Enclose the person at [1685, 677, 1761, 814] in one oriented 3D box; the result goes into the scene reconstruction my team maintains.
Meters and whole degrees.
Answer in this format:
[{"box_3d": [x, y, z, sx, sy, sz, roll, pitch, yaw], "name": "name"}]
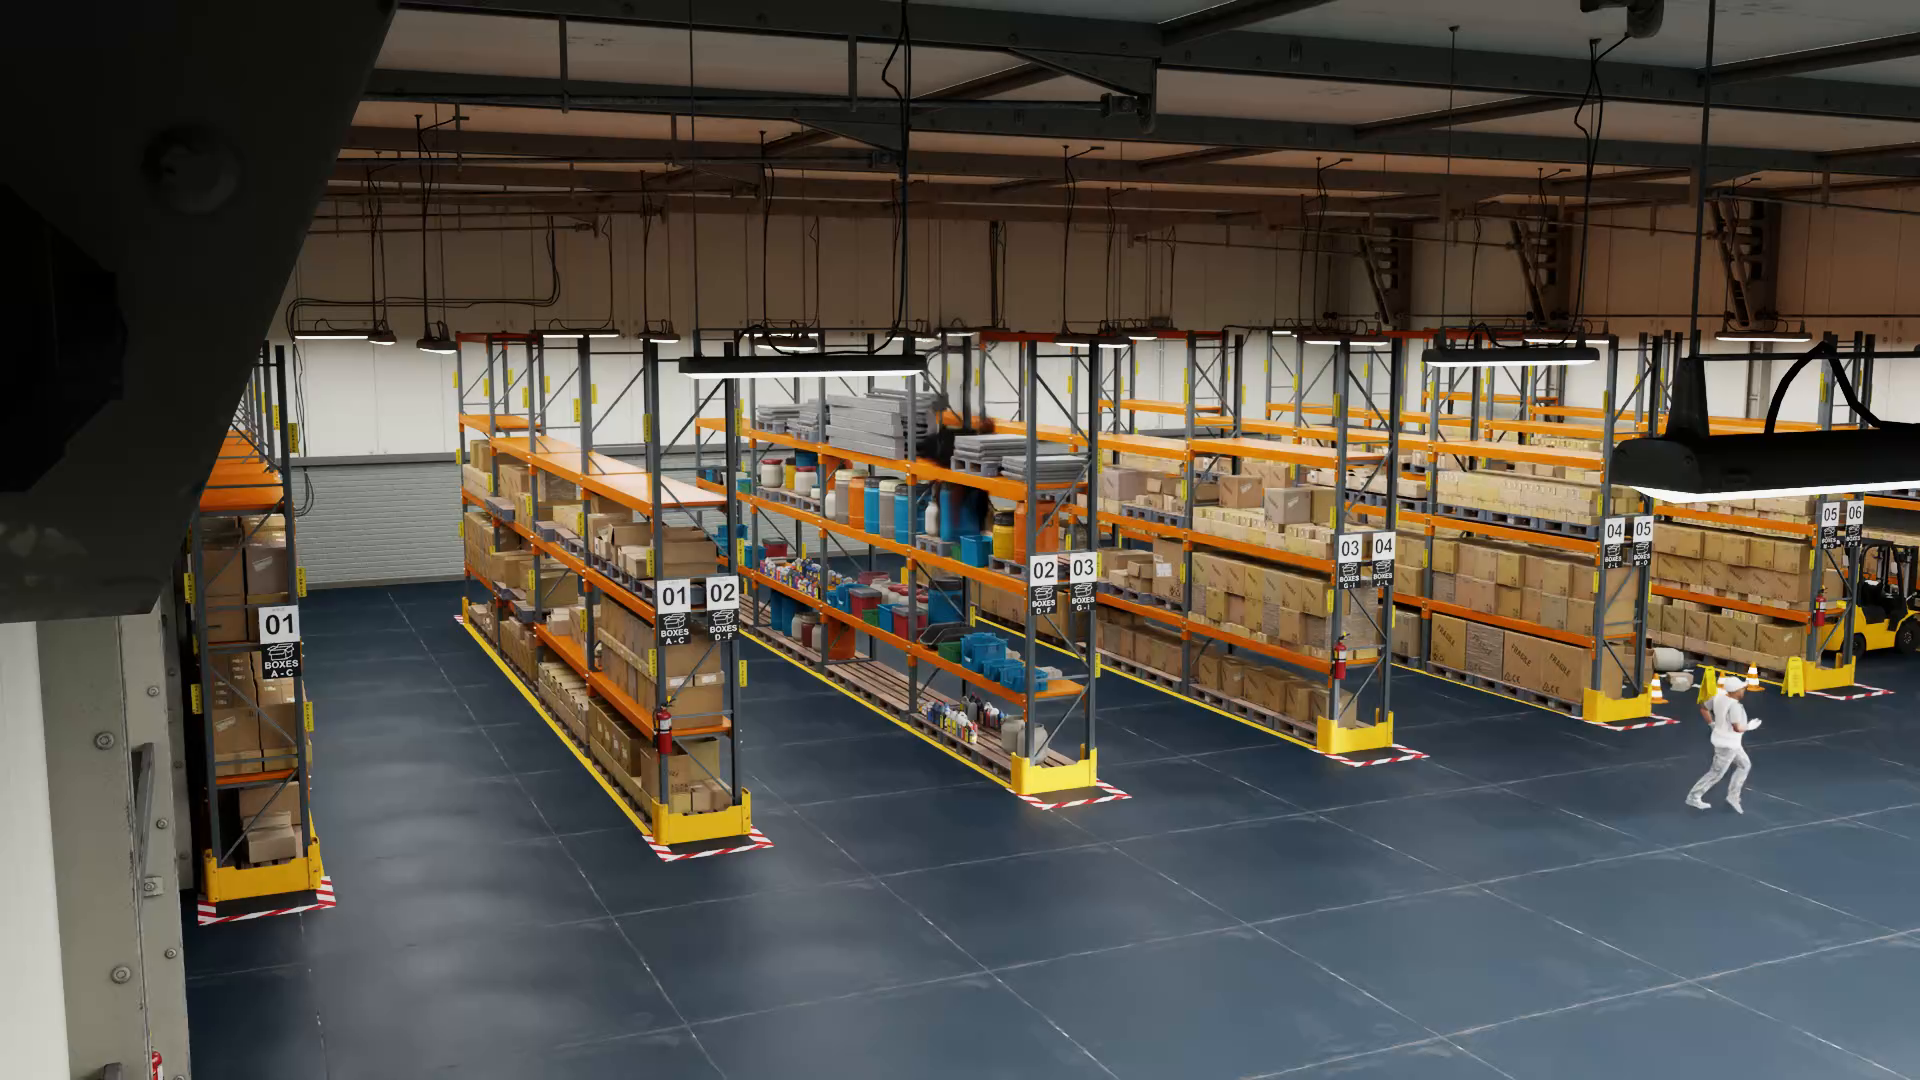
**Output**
[{"box_3d": [9.688, 2.629, 21.102, 0.817, 1.822, 0.655, 2, 8, 13], "name": "person"}]
